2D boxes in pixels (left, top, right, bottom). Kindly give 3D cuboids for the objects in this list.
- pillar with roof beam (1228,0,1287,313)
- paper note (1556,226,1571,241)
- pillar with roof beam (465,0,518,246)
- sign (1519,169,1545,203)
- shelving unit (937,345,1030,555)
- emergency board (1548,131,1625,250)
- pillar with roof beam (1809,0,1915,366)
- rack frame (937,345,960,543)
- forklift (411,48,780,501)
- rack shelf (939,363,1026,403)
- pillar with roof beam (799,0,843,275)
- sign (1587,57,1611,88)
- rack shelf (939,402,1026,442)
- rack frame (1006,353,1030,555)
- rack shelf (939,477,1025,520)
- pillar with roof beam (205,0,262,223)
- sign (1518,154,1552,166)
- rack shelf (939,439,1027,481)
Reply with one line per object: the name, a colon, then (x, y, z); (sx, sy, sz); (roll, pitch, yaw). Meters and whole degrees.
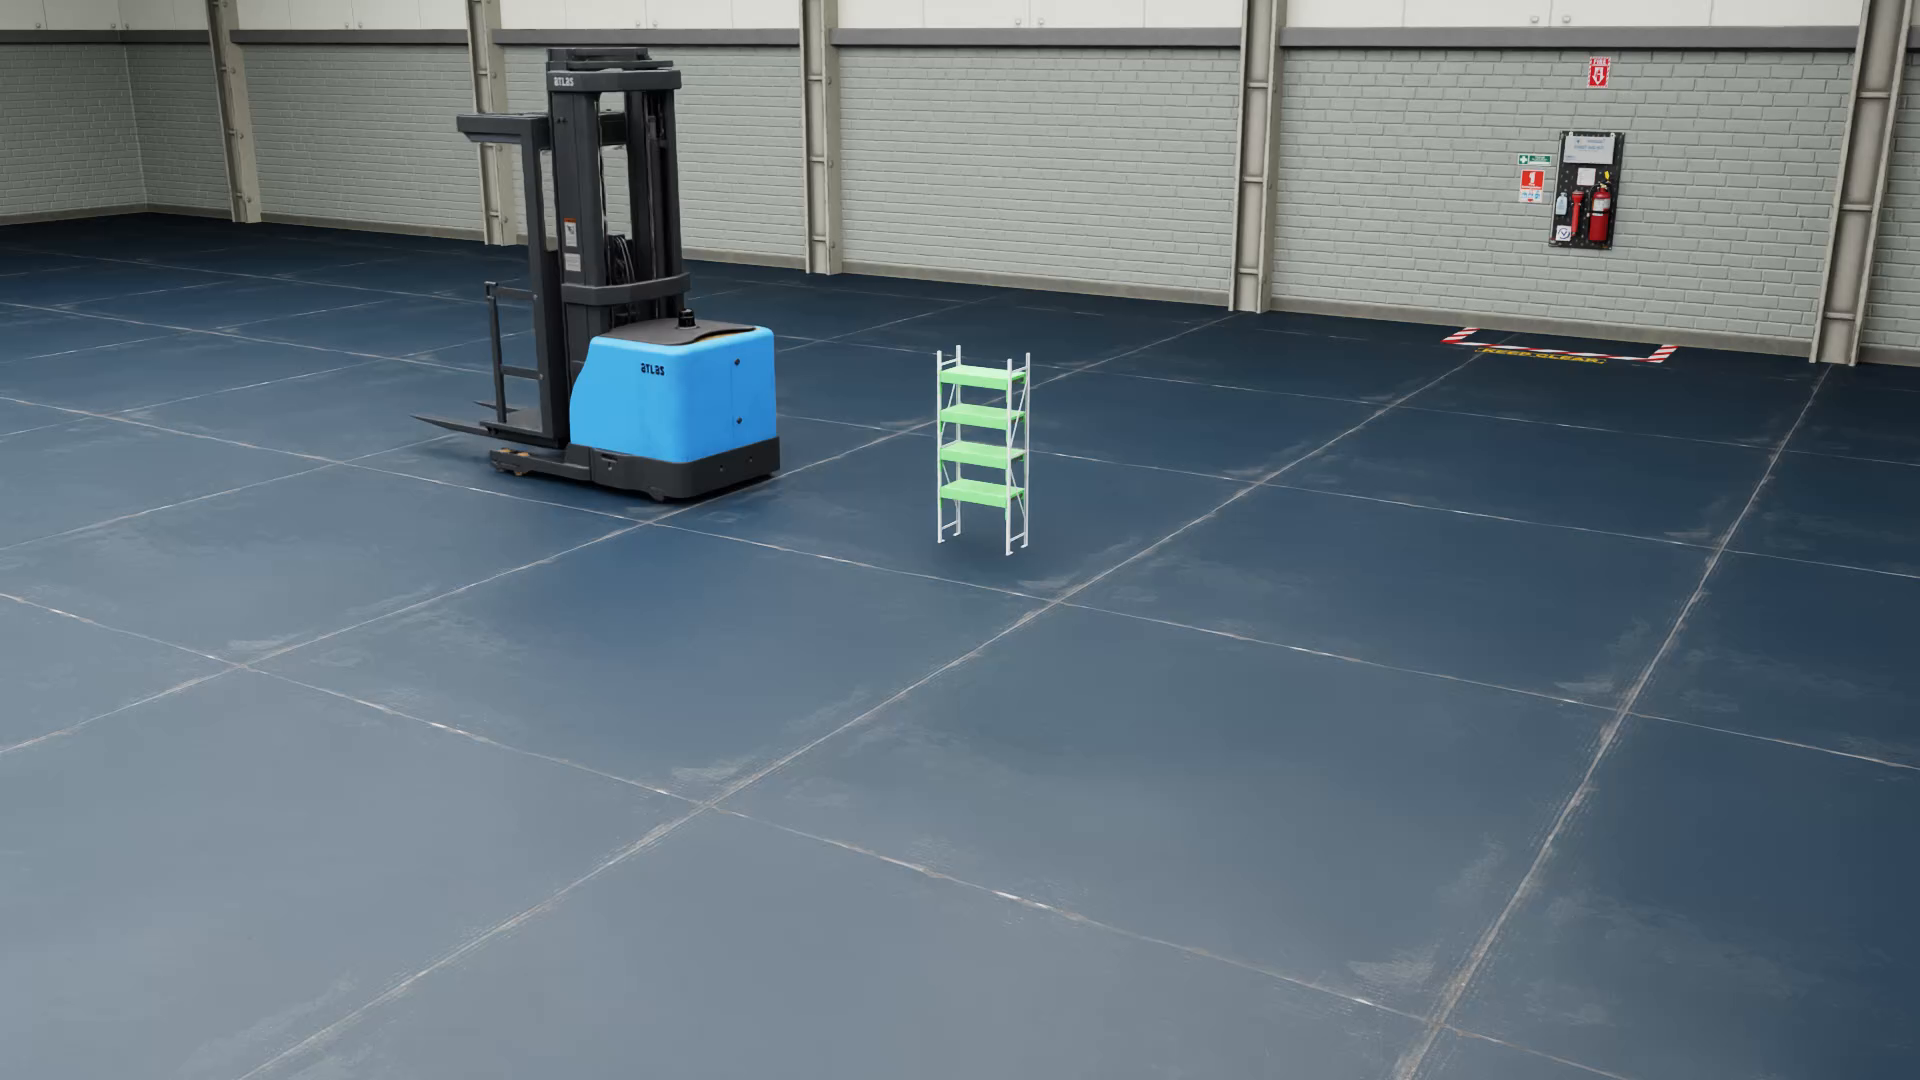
pillar with roof beam: (1.064, -5.874, 14.236); (0.400, 9.000, 9.100); (10, 20, 30)
paper note: (6.229, -3.165, 17.155); (0.142, 0.148, 0.016); (10, 20, 30)
pillar with roof beam: (-9.162, -7.699, 20.245); (0.400, 9.000, 9.100); (10, 20, 30)
sign: (5.926, -3.669, 17.238); (0.234, 0.329, 0.001); (10, 20, 30)
shelving unit: (0.141, -0.549, 10.124); (0.503, 1.200, 0.258); (10, 20, 30)
emergency board: (6.344, -3.542, 16.882); (0.643, 1.169, 0.194); (10, 20, 30)
pillar with roof beam: (6.176, -4.961, 11.232); (0.400, 9.000, 9.100); (10, 20, 30)
rack frame: (-0.067, -0.586, 10.246); (0.015, 1.200, 0.240); (10, 20, 30)
forklift: (-2.779, -1.975, 11.839); (3.031, 2.935, 1.130); (11, 20, 33)
rack shelf: (0.141, -0.947, 10.003); (0.480, 0.148, 0.258); (10, 20, 30)
pillar with roof beam: (-4.049, -6.787, 17.241); (0.400, 9.000, 9.100); (10, 20, 30)
sign: (6.389, -4.677, 16.630); (0.199, 0.298, 0.001); (10, 20, 30)
rack shelf: (0.141, -0.717, 10.073); (0.480, 0.148, 0.258); (10, 20, 30)
rack frame: (0.349, -0.512, 10.002); (0.015, 1.200, 0.240); (10, 20, 30)
rack shelf: (0.141, -0.258, 10.212); (0.480, 0.148, 0.258); (10, 20, 30)
pillar with roof beam: (-14.274, -8.612, 23.250); (0.400, 9.000, 9.100); (10, 20, 30)
sign: (5.926, -3.920, 17.151); (0.331, 0.109, 0.001); (10, 20, 30)
rack shelf: (0.141, -0.488, 10.142); (0.480, 0.148, 0.258); (10, 20, 30)
